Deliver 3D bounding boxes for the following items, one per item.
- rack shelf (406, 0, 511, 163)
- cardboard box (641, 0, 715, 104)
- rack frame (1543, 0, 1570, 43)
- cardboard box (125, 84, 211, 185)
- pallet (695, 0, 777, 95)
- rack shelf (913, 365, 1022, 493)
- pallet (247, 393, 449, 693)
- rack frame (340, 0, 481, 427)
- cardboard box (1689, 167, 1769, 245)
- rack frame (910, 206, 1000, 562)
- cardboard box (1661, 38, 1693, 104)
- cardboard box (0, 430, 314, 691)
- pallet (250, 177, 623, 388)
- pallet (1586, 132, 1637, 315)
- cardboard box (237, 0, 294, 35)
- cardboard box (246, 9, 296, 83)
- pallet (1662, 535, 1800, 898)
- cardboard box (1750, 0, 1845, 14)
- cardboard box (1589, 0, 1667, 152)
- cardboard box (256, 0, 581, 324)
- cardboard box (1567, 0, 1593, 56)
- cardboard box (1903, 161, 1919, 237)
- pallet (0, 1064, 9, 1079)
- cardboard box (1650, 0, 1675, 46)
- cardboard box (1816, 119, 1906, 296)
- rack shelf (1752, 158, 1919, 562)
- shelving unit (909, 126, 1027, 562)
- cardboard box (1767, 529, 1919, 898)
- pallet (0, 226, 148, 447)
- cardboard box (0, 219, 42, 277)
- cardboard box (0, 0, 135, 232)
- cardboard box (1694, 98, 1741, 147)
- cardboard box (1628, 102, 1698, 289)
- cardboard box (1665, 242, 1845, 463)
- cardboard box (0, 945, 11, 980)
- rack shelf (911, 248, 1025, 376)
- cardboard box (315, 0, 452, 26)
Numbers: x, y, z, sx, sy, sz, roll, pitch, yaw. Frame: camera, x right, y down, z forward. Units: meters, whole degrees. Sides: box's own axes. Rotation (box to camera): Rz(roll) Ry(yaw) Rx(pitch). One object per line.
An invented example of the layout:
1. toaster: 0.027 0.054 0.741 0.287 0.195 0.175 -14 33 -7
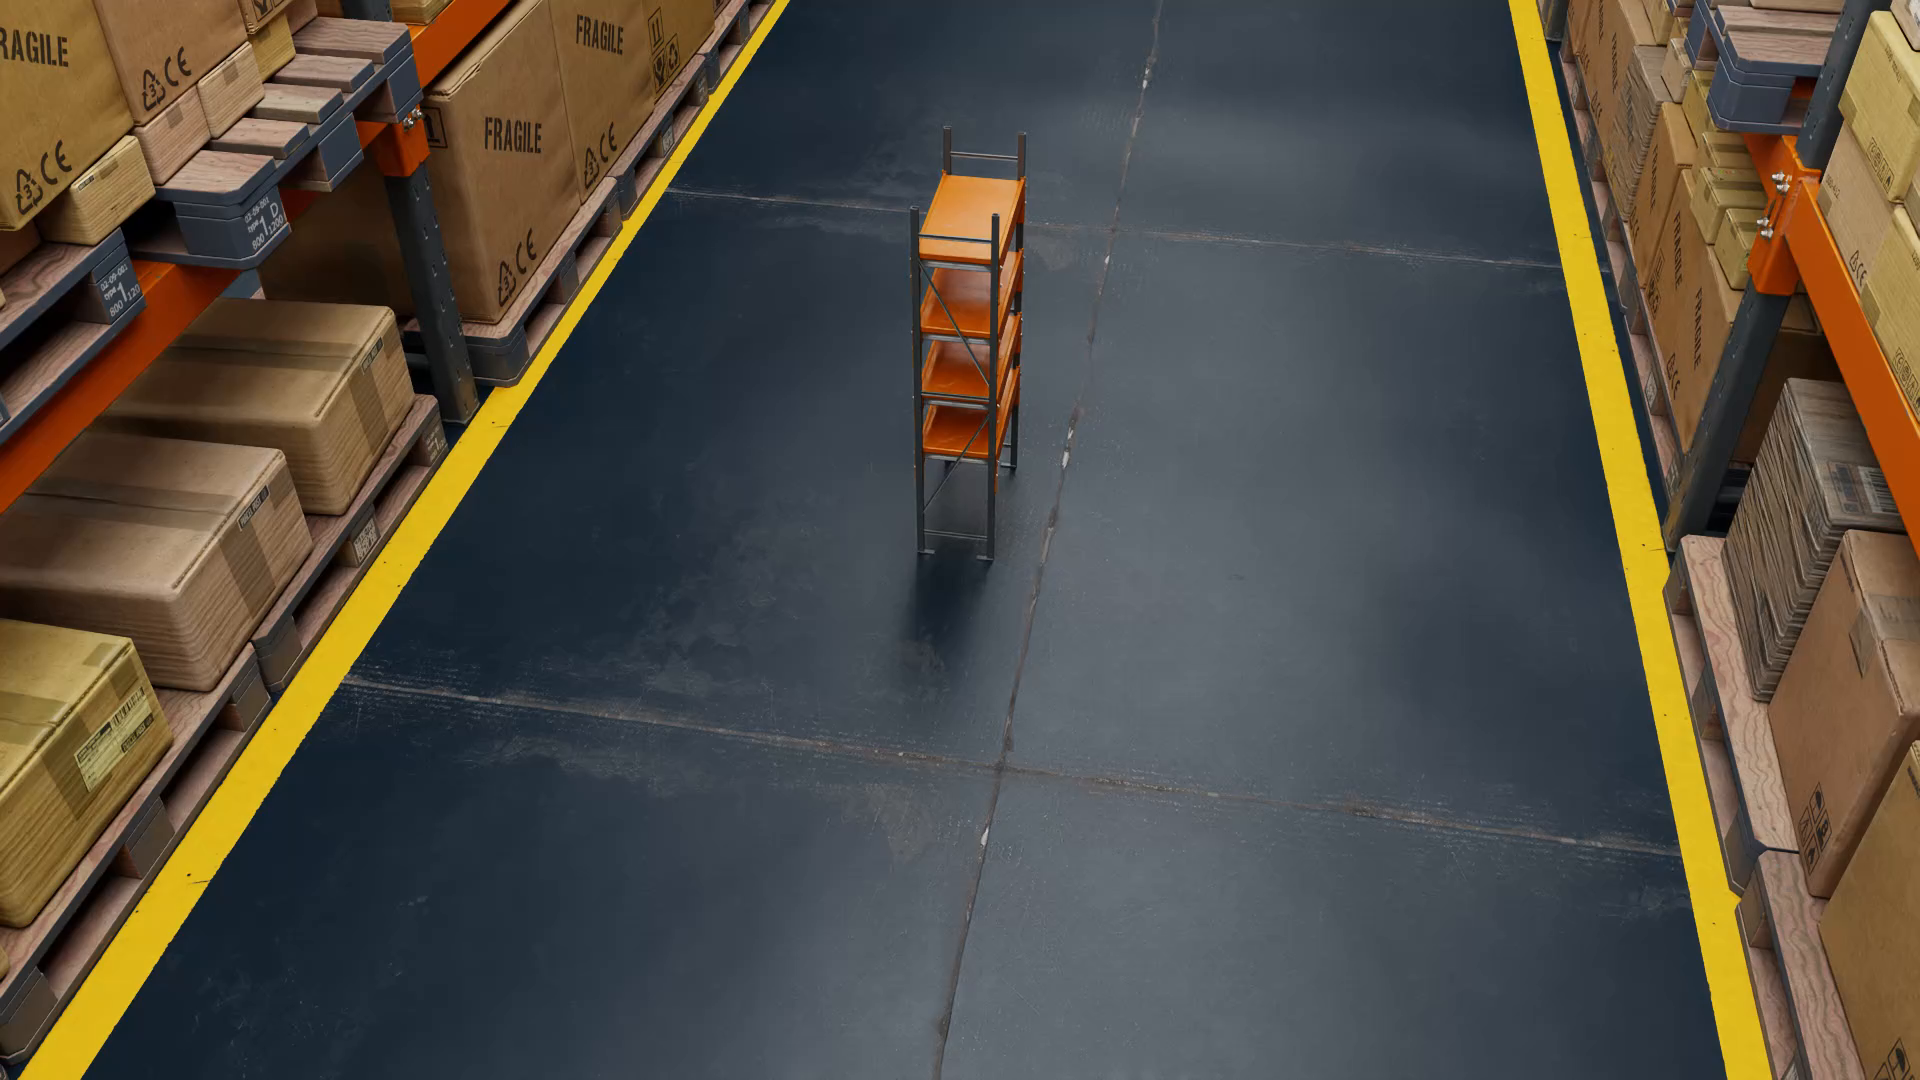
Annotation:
1. rack shelf: -1.833 -2.617 6.625 1.077 0.370 4.000 6 40 8
2. cardboard box: -1.664 -2.526 7.289 0.875 0.875 0.875 7 40 9
3. rack frame: 3.403 -3.604 7.255 1.000 3.000 0.127 6 40 8
4. cardboard box: -2.030 -0.976 3.944 0.380 0.149 0.250 5 40 6
5. pallet: -1.546 -2.582 8.207 1.003 0.211 1.213 6 40 8
6. rack shelf: 0.029 -0.361 5.163 0.258 0.148 0.480 6 40 8
7. pallet: -2.316 -0.074 5.174 1.003 0.211 1.213 6 40 8
8. rack frame: -2.179 -1.639 4.878 1.000 3.000 0.127 6 40 8
9. cardboard box: 2.563 -1.055 5.295 0.380 0.149 0.250 4 40 5
10. rack frame: -0.014 -0.413 4.808 0.240 1.200 0.015 6 40 8
11. cardboard box: 2.804 -1.709 6.086 0.380 0.149 0.250 5 40 6
12. cardboard box: -2.406 0.030 4.593 0.950 0.372 0.625 6 40 7
13. pallet: -1.968 -1.051 6.355 1.003 0.211 1.213 6 40 8
14. pallet: 3.090 -1.247 6.592 1.003 0.211 1.213 6 40 8
15. cardboard box: -1.984 -1.638 4.235 0.500 0.500 0.500 5 40 6
16. cardboard box: -1.979 -1.296 4.331 0.380 0.149 0.250 7 40 8
17. pallet: 2.530 0.493 4.488 1.003 0.211 1.213 6 40 8
18. cardboard box: 2.446 -1.613 4.715 0.380 0.149 0.250 7 40 8
19. cardboard box: 2.924 -1.876 6.797 0.500 0.500 0.500 5 40 6
20. cardboard box: -1.978 -1.406 5.934 0.875 0.875 0.875 6 40 7
21. cardboard box: 3.097 -2.524 7.581 0.500 0.500 0.500 8 40 10
22. cardboard box: 2.305 -0.663 3.423 0.500 0.250 0.500 8 40 9
23. pallet: -2.738 1.458 3.321 1.003 0.211 1.213 6 40 8
24. cardboard box: 2.914 -2.030 6.475 0.380 0.149 0.250 8 40 9
25. cardboard box: 2.393 -0.784 3.962 0.500 0.250 0.500 7 40 8
26. rack shelf: 2.364 0.439 2.930 1.077 0.370 4.000 6 40 8
27. shelving unit: 0.029 -0.566 4.993 0.258 1.200 0.503 6 40 8
28. cardboard box: 2.484 0.461 3.873 0.875 0.625 0.625 8 40 9
29. pallet: -2.481 -0.318 3.431 1.003 0.211 1.213 6 40 8
30. cardboard box: -2.231 -0.658 3.559 0.380 0.149 0.250 7 40 8
31. cardboard box: -2.149 -0.995 3.458 0.500 0.500 0.500 4 40 5
32. cardboard box: 2.743 -1.376 5.683 0.380 0.149 0.250 8 40 9
33. cardboard box: 2.757 -1.223 6.007 0.500 0.500 0.500 8 40 10
34. cardboard box: 2.572 -0.581 5.231 0.500 0.500 0.500 7 40 9
35. cardboard box: -2.662 0.942 3.490 0.950 0.372 0.625 9 40 10
36. rack shelf: 0.029 -0.687 4.894 0.258 0.148 0.480 6 40 8
37. cardboard box: -1.847 -1.860 5.264 0.500 0.250 0.500 6 40 7
